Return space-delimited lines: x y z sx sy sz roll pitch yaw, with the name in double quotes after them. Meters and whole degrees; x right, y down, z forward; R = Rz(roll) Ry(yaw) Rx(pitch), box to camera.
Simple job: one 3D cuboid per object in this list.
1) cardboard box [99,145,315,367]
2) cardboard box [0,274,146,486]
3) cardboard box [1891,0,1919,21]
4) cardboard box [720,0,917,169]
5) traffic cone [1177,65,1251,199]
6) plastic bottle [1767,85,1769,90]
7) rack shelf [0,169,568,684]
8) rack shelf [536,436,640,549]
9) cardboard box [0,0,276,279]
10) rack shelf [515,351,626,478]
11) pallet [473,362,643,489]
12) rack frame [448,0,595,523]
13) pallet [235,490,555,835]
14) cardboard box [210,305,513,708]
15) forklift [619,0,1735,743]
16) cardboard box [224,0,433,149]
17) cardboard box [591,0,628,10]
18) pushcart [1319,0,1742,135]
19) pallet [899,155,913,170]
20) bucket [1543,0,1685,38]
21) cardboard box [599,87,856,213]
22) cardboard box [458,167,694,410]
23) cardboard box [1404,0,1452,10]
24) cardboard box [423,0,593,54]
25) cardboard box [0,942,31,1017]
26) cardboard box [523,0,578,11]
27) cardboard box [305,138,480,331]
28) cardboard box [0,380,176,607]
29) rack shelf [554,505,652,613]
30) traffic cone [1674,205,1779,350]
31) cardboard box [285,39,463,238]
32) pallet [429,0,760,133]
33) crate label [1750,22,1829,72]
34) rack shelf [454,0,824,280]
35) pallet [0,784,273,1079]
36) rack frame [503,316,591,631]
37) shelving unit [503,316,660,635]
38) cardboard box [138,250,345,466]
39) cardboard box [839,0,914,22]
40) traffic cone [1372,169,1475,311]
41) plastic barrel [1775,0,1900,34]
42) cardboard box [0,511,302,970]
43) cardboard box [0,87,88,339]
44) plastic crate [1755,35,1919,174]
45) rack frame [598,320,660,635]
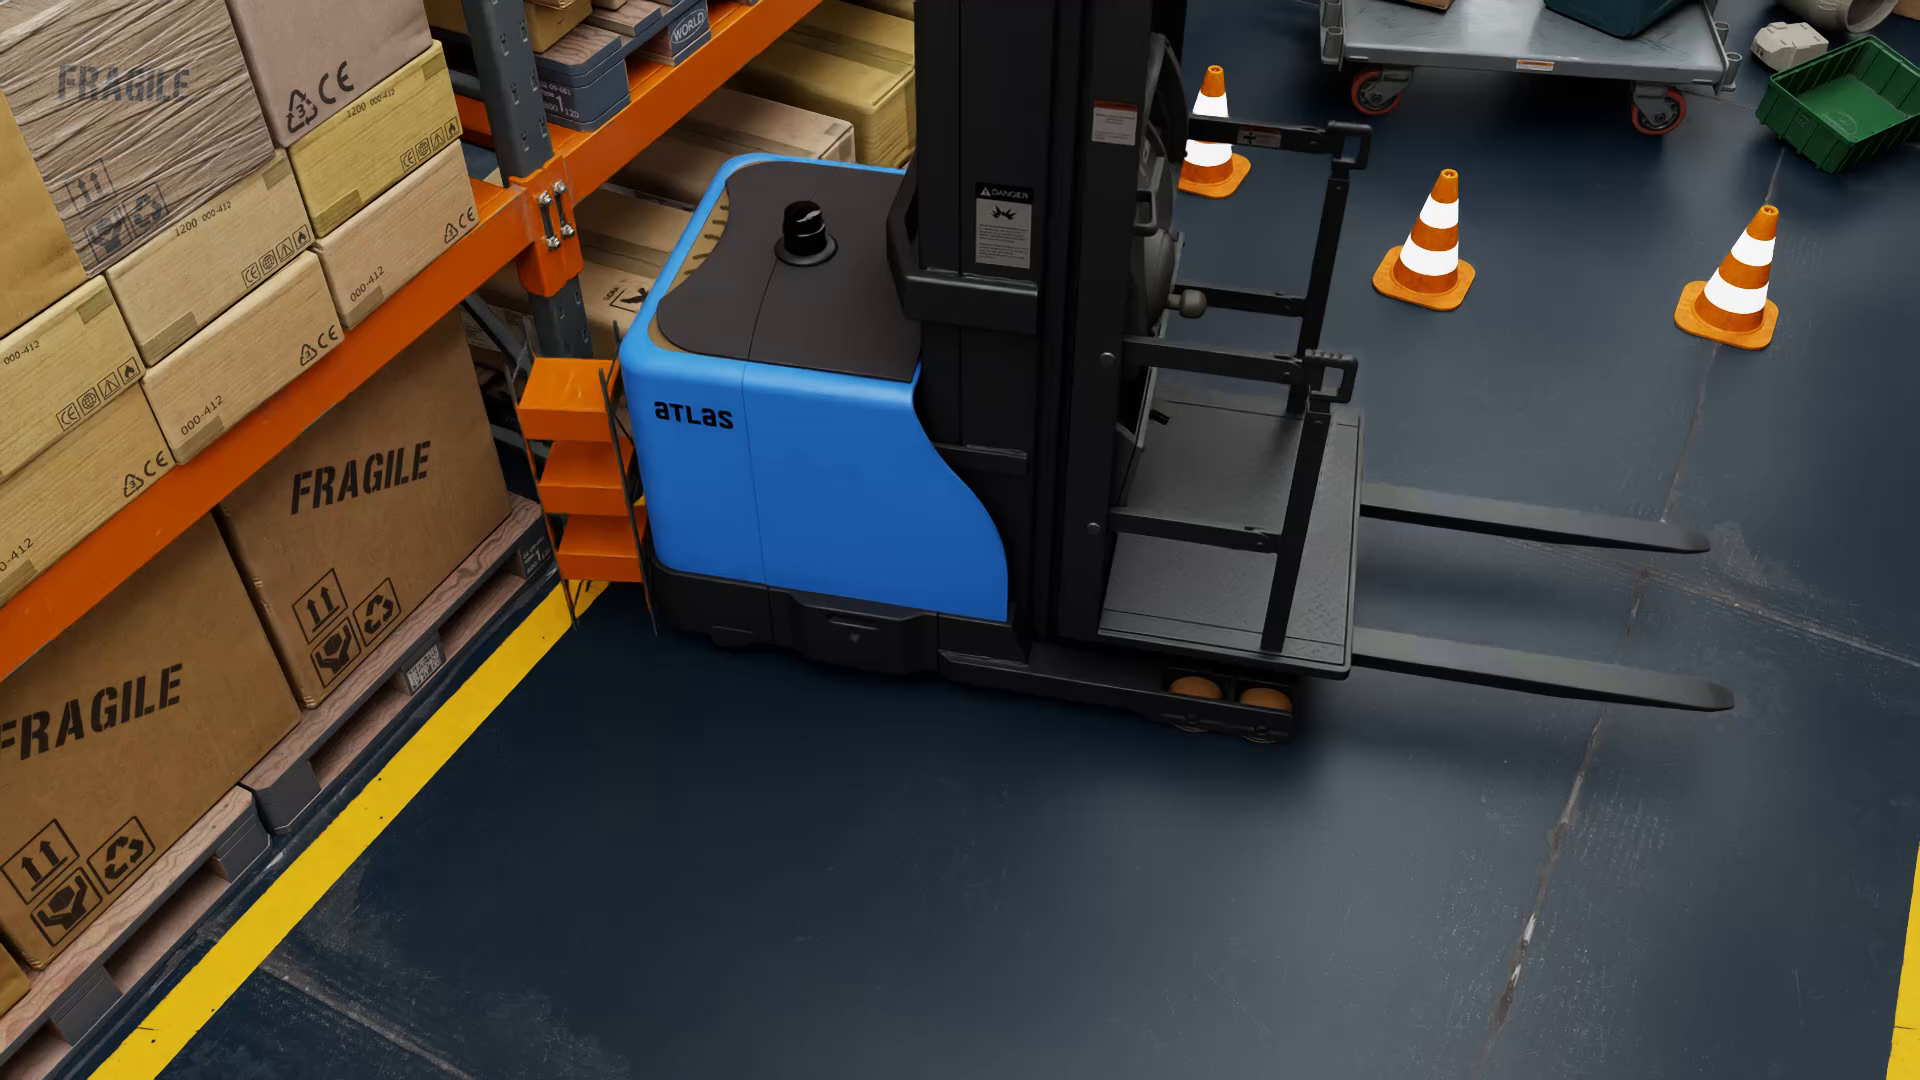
-1.775 -0.676 3.563 0.500 0.250 0.500 19 48 18 "cardboard box"
-1.995 -0.347 3.238 0.500 0.250 0.500 19 48 18 "cardboard box"
4.559 -2.654 7.520 0.500 0.500 0.500 29 52 25 "cardboard box"
-0.577 -1.786 6.459 0.950 0.372 0.625 22 49 20 "cardboard box"
0.980 -1.651 6.556 0.336 0.463 0.334 20 49 19 "traffic cone"
3.539 -1.855 7.040 0.133 0.061 0.283 -2 45 -2 "plastic bottle"
-2.469 0.247 3.403 1.077 0.370 4.000 20 49 19 "rack shelf"
-1.024 -0.143 4.662 0.240 0.259 0.215 2 48 2 "rack shelf"
-1.780 -0.915 3.272 0.500 0.500 0.500 21 49 20 "cardboard box"
-1.025 -0.335 4.453 0.240 0.259 0.215 2 48 2 "rack shelf"
-1.177 -0.778 5.870 1.003 0.211 1.213 20 49 19 "pallet"
-1.541 -1.266 4.392 1.000 3.000 0.127 20 49 19 "rack frame"
-1.973 0.186 4.918 1.003 0.211 1.213 20 49 19 "pallet"
-1.935 -0.259 4.596 0.875 0.875 0.875 20 49 19 "cardboard box"
0.678 -0.873 4.052 3.031 2.935 1.130 8 46 8 "forklift"
-1.549 -1.241 3.594 0.500 0.500 0.500 19 48 18 "cardboard box"
-1.064 -1.636 4.639 0.380 0.149 0.250 18 48 17 "cardboard box"
2.359 -2.143 7.103 1.648 0.377 0.936 5 46 5 "pushcart"
-0.609 -1.543 6.627 1.003 0.211 1.213 20 49 19 "pallet"
2.768 -2.446 6.791 0.620 0.611 0.726 -39 56 -20 "bucket"
-0.934 -1.310 5.988 0.950 0.372 0.625 20 49 18 "cardboard box"
-1.270 -0.843 5.526 0.950 0.372 0.625 17 48 16 "cardboard box"
1.907 -2.605 6.940 0.500 0.500 0.500 20 49 19 "cardboard box"
-1.225 -1.469 4.474 0.380 0.149 0.250 18 48 17 "cardboard box"
-2.768 0.864 3.485 0.875 0.875 0.875 22 49 20 "cardboard box"
-1.127 -1.761 4.306 0.500 0.500 0.500 19 48 18 "cardboard box"
-1.546 -0.809 4.046 0.500 0.250 0.500 19 48 18 "cardboard box"
-2.017 -0.170 3.415 0.500 0.250 0.500 20 49 19 "cardboard box"
-1.023 0.045 4.867 0.240 0.259 0.215 2 48 2 "rack shelf"
2.787 -0.977 5.891 0.336 0.463 0.334 20 49 19 "traffic cone"
-1.541 -1.000 3.884 0.500 0.250 0.500 20 49 19 "cardboard box"
-1.304 -1.683 4.939 1.213 0.211 1.003 20 49 19 "pallet"
3.639 -2.159 7.288 0.298 0.136 0.250 -9 46 -9 "crate label"
-0.612 -2.273 5.894 1.077 0.370 4.000 20 49 19 "rack shelf"
-2.541 0.951 4.161 1.003 0.211 1.213 20 49 19 "pallet"
-1.146 -0.155 4.660 0.008 1.050 0.200 2 48 2 "rack frame"
-1.024 -0.150 4.654 0.252 1.050 0.215 2 48 2 "shelving unit"
-1.769 -0.482 3.723 0.500 0.250 0.500 21 49 20 "cardboard box"
-0.256 -2.225 6.892 0.950 0.372 0.625 23 50 21 "cardboard box"
1.732 -1.138 6.049 0.336 0.463 0.334 20 49 19 "traffic cone"
3.915 -2.531 7.454 0.421 0.421 0.512 -16 48 -15 "plastic barrel"
-2.353 0.301 4.042 0.875 0.875 0.875 21 49 20 "cardboard box"
-2.016 -0.604 2.965 0.500 0.500 0.500 20 49 19 "cardboard box"
3.668 -1.789 6.846 0.662 0.188 0.450 -24 60 -22 "plastic crate"
-0.902 -0.145 4.649 0.008 1.050 0.200 2 48 2 "rack frame"
